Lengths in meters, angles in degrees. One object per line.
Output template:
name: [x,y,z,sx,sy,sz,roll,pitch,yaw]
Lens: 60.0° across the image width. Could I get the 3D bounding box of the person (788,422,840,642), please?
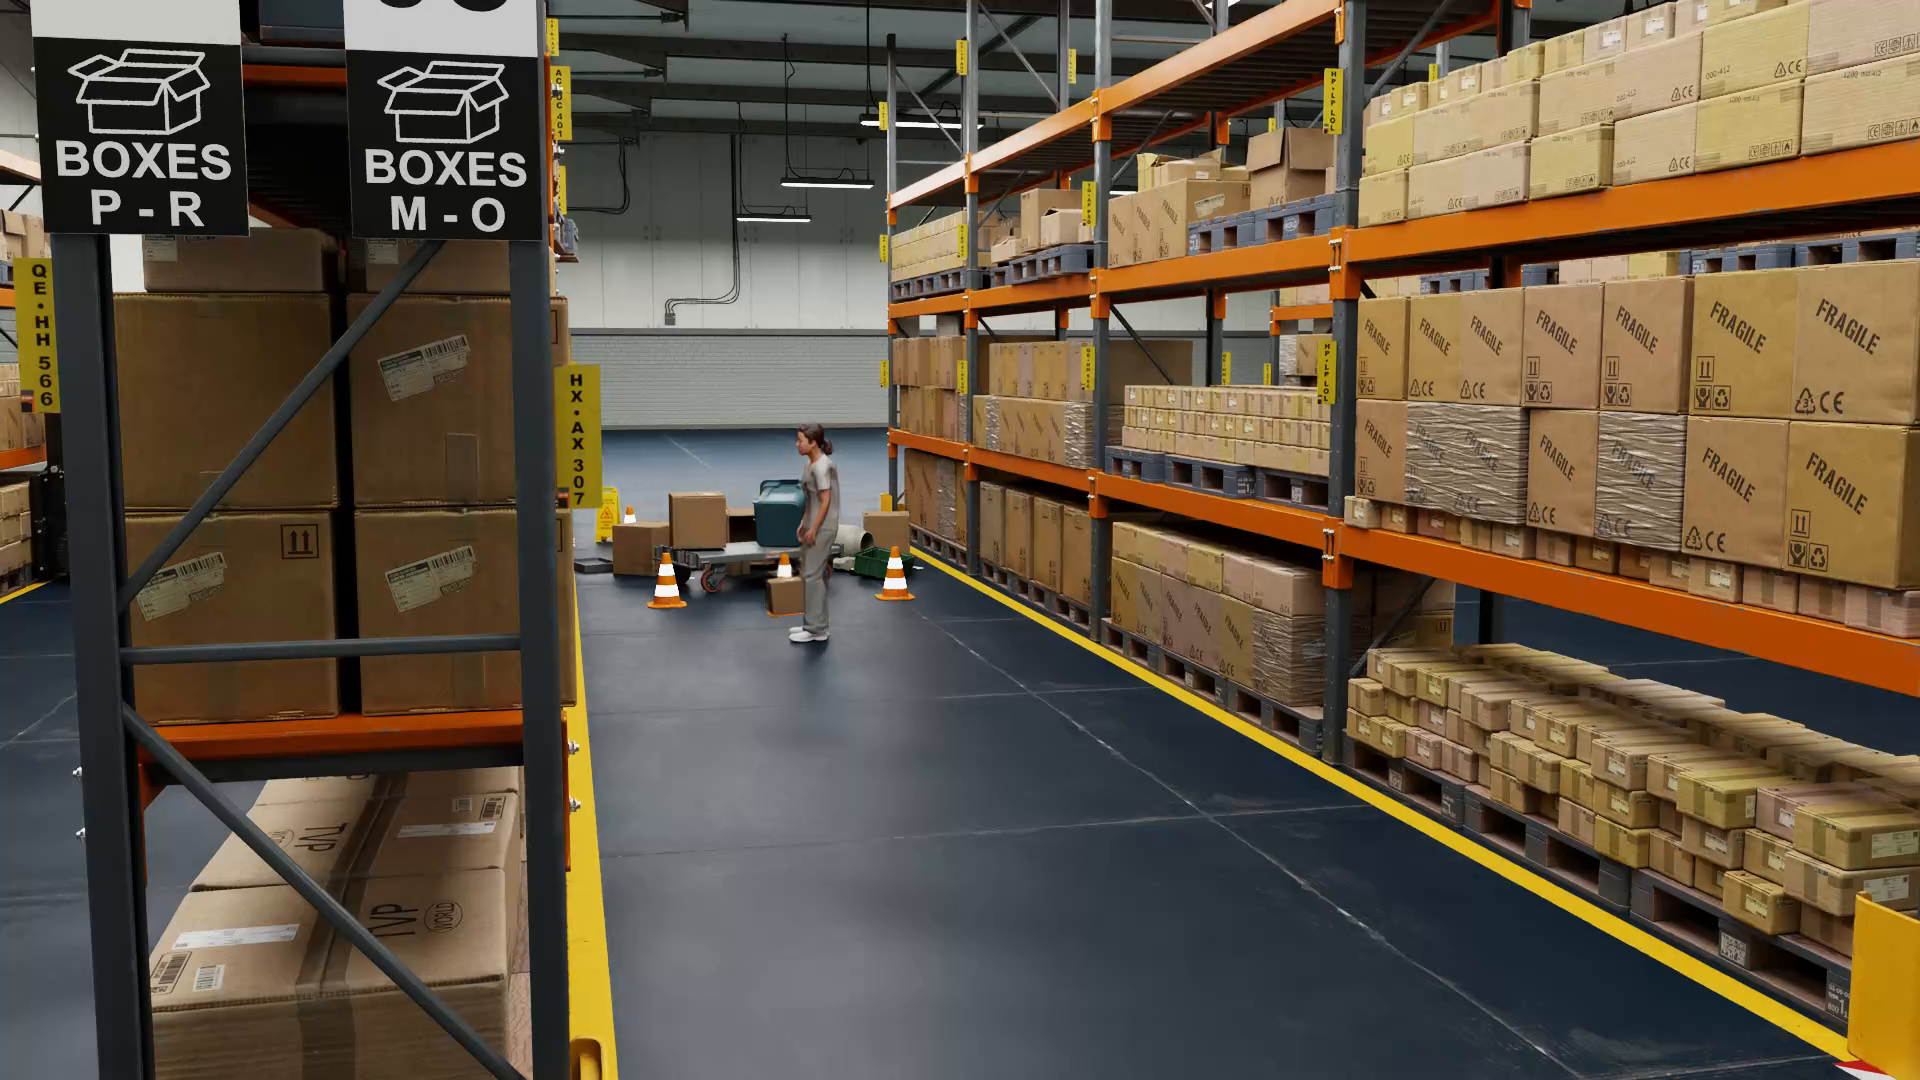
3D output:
person: [-1.135,-0.065,12.751,0.415,1.670,0.480,-2,6,-15]
